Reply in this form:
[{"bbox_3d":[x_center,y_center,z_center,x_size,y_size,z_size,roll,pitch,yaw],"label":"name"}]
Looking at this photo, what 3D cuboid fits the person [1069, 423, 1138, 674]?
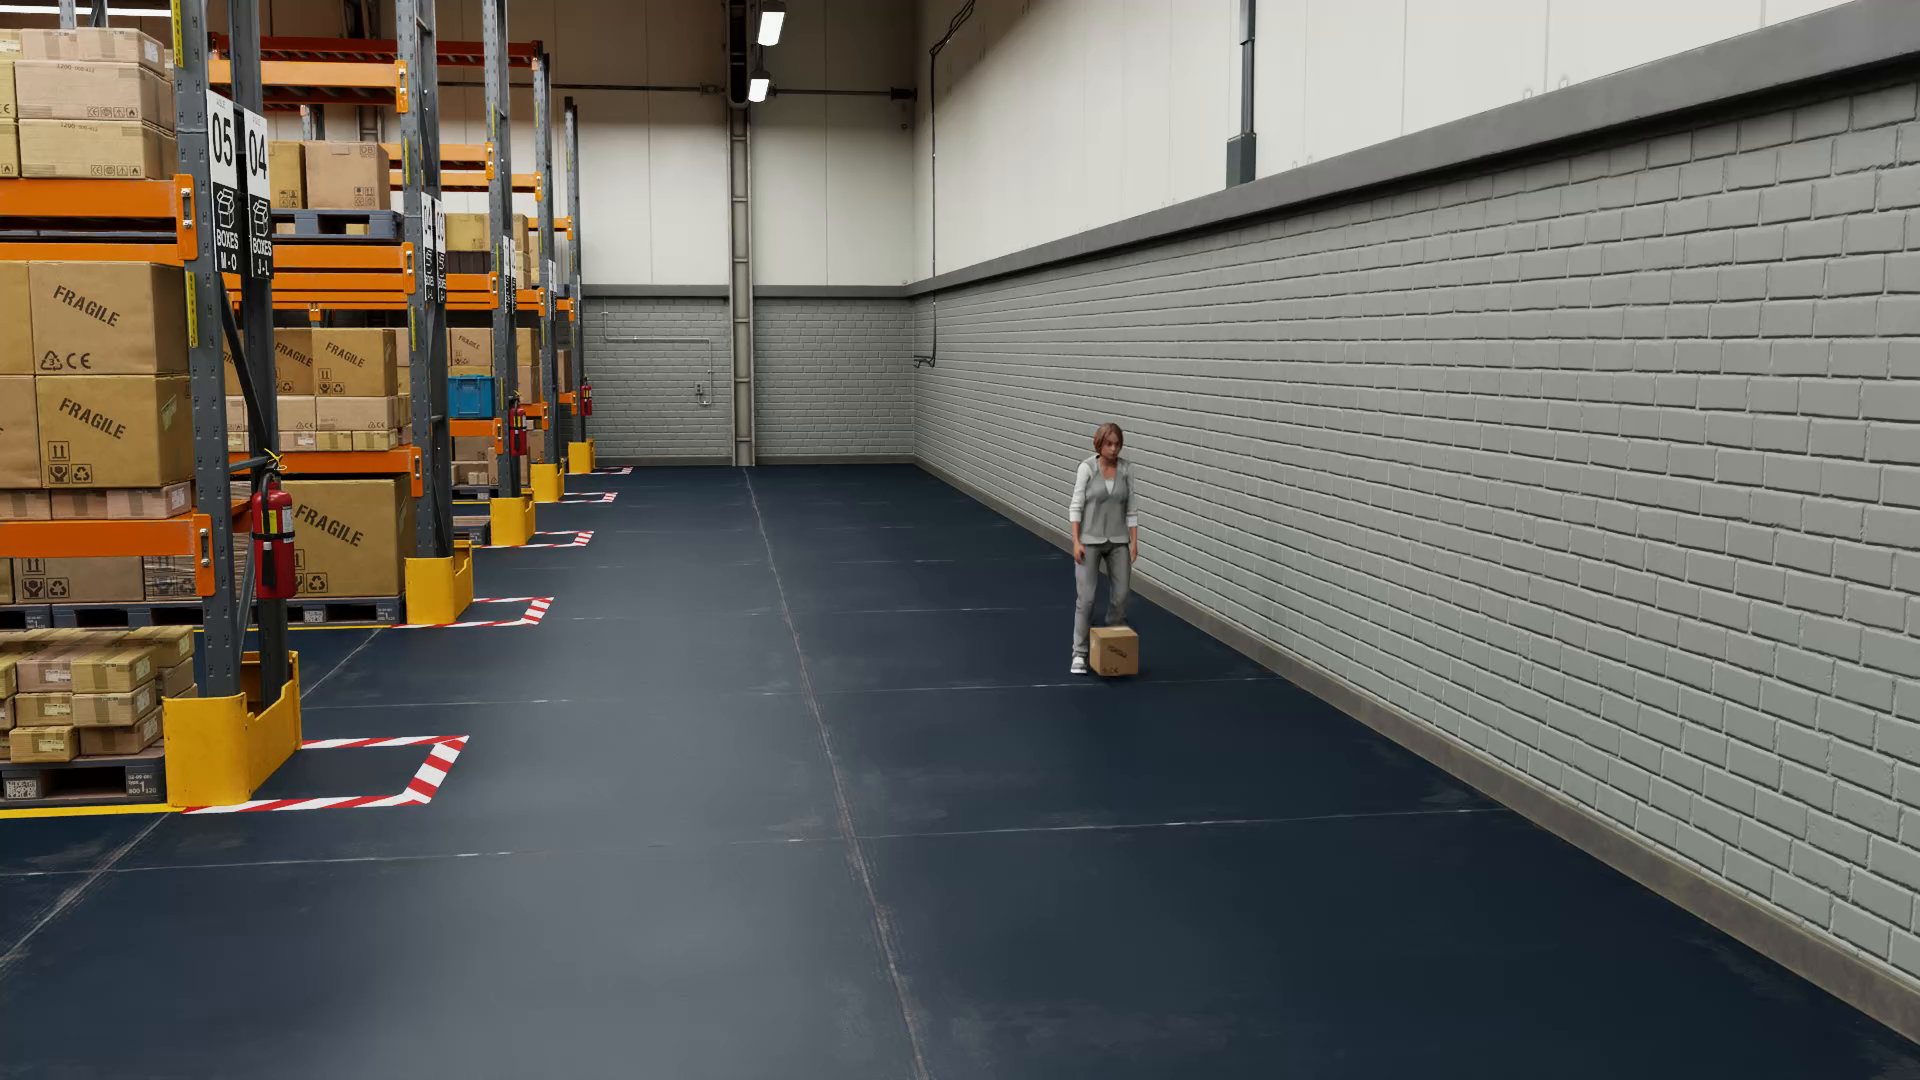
[{"bbox_3d":[0.921,0.047,10.626,0.459,1.594,0.345,-1,7,-11],"label":"person"}]
